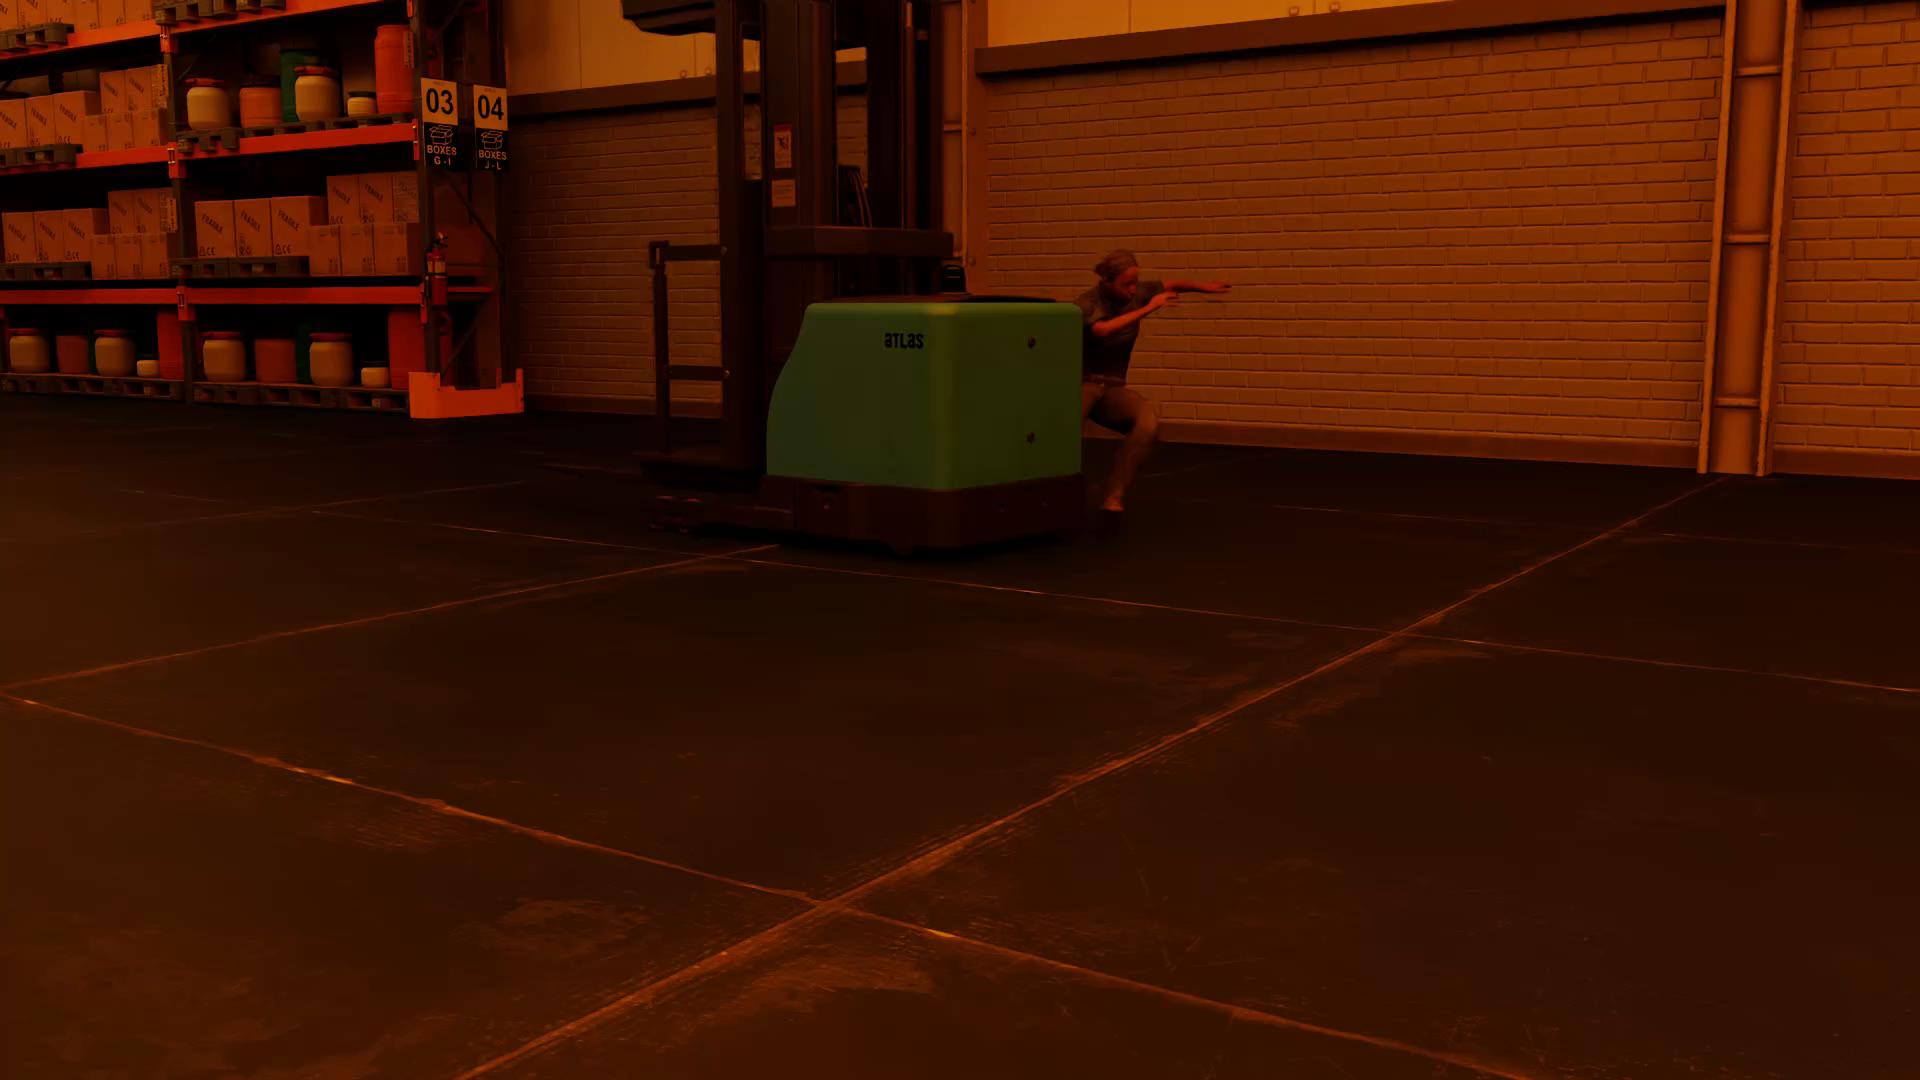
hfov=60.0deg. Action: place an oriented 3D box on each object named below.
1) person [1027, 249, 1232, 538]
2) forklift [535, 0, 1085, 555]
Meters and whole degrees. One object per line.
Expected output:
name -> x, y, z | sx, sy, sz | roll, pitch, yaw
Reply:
person -> 0.854, -0.730, 8.095 | 1.410, 1.346, 0.681 | -4, 9, -29
forklift -> -0.887, -1.533, 7.971 | 3.031, 2.935, 1.130 | 7, 10, 39
